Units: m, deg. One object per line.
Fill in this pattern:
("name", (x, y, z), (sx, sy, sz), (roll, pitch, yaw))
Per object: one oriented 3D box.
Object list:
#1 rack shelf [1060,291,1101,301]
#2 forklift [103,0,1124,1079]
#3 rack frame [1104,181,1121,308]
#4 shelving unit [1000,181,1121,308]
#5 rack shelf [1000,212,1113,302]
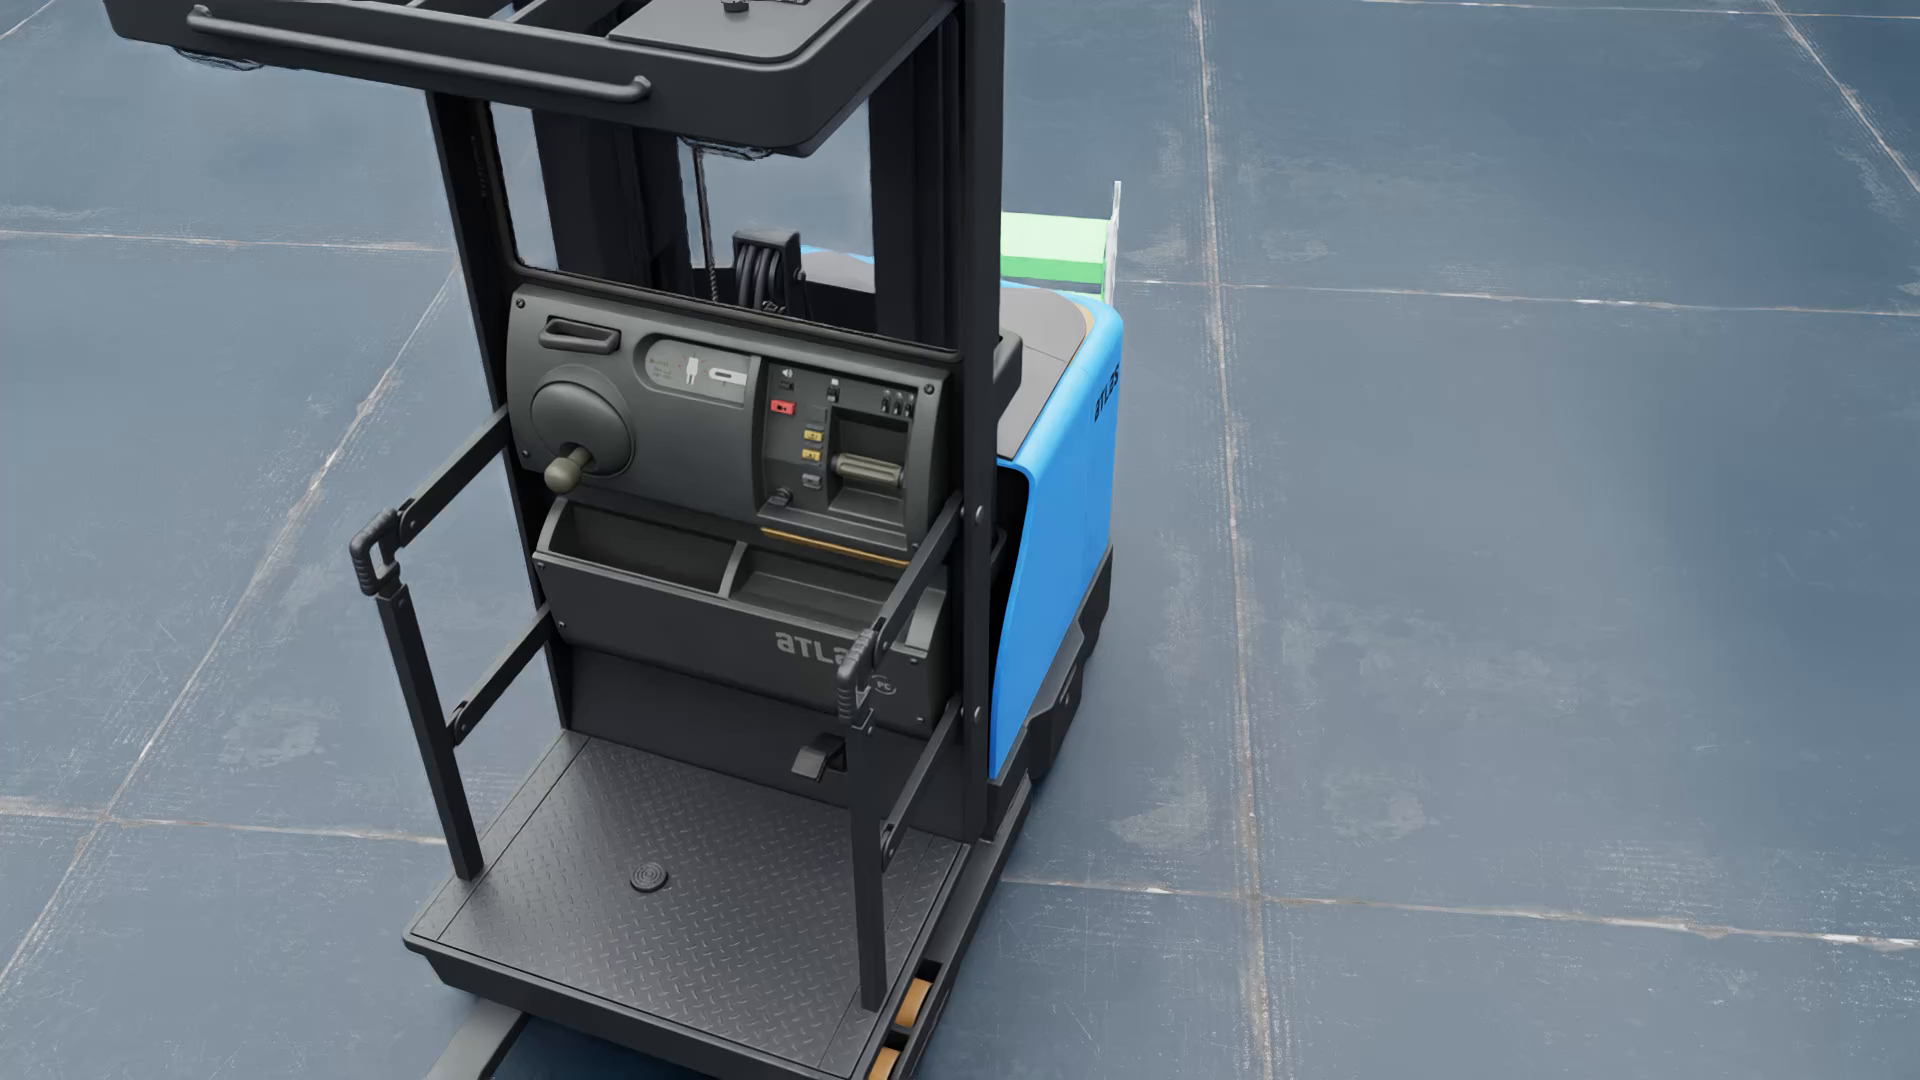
("rack shelf", (0.174, -0.603, 4.761), (0.480, 0.148, 0.258), (6, 39, 7))
("forklift", (-0.551, -0.157, 3.121), (1.130, 2.935, 3.031), (13, 41, 16))
("rack frame", (0.415, -0.442, 4.843), (0.015, 1.200, 0.240), (6, 39, 7))
("shelving unit", (0.174, -0.466, 4.872), (0.503, 1.200, 0.258), (6, 39, 7))
("rack shelf", (0.174, -0.789, 4.610), (0.480, 0.148, 0.258), (6, 39, 7))
